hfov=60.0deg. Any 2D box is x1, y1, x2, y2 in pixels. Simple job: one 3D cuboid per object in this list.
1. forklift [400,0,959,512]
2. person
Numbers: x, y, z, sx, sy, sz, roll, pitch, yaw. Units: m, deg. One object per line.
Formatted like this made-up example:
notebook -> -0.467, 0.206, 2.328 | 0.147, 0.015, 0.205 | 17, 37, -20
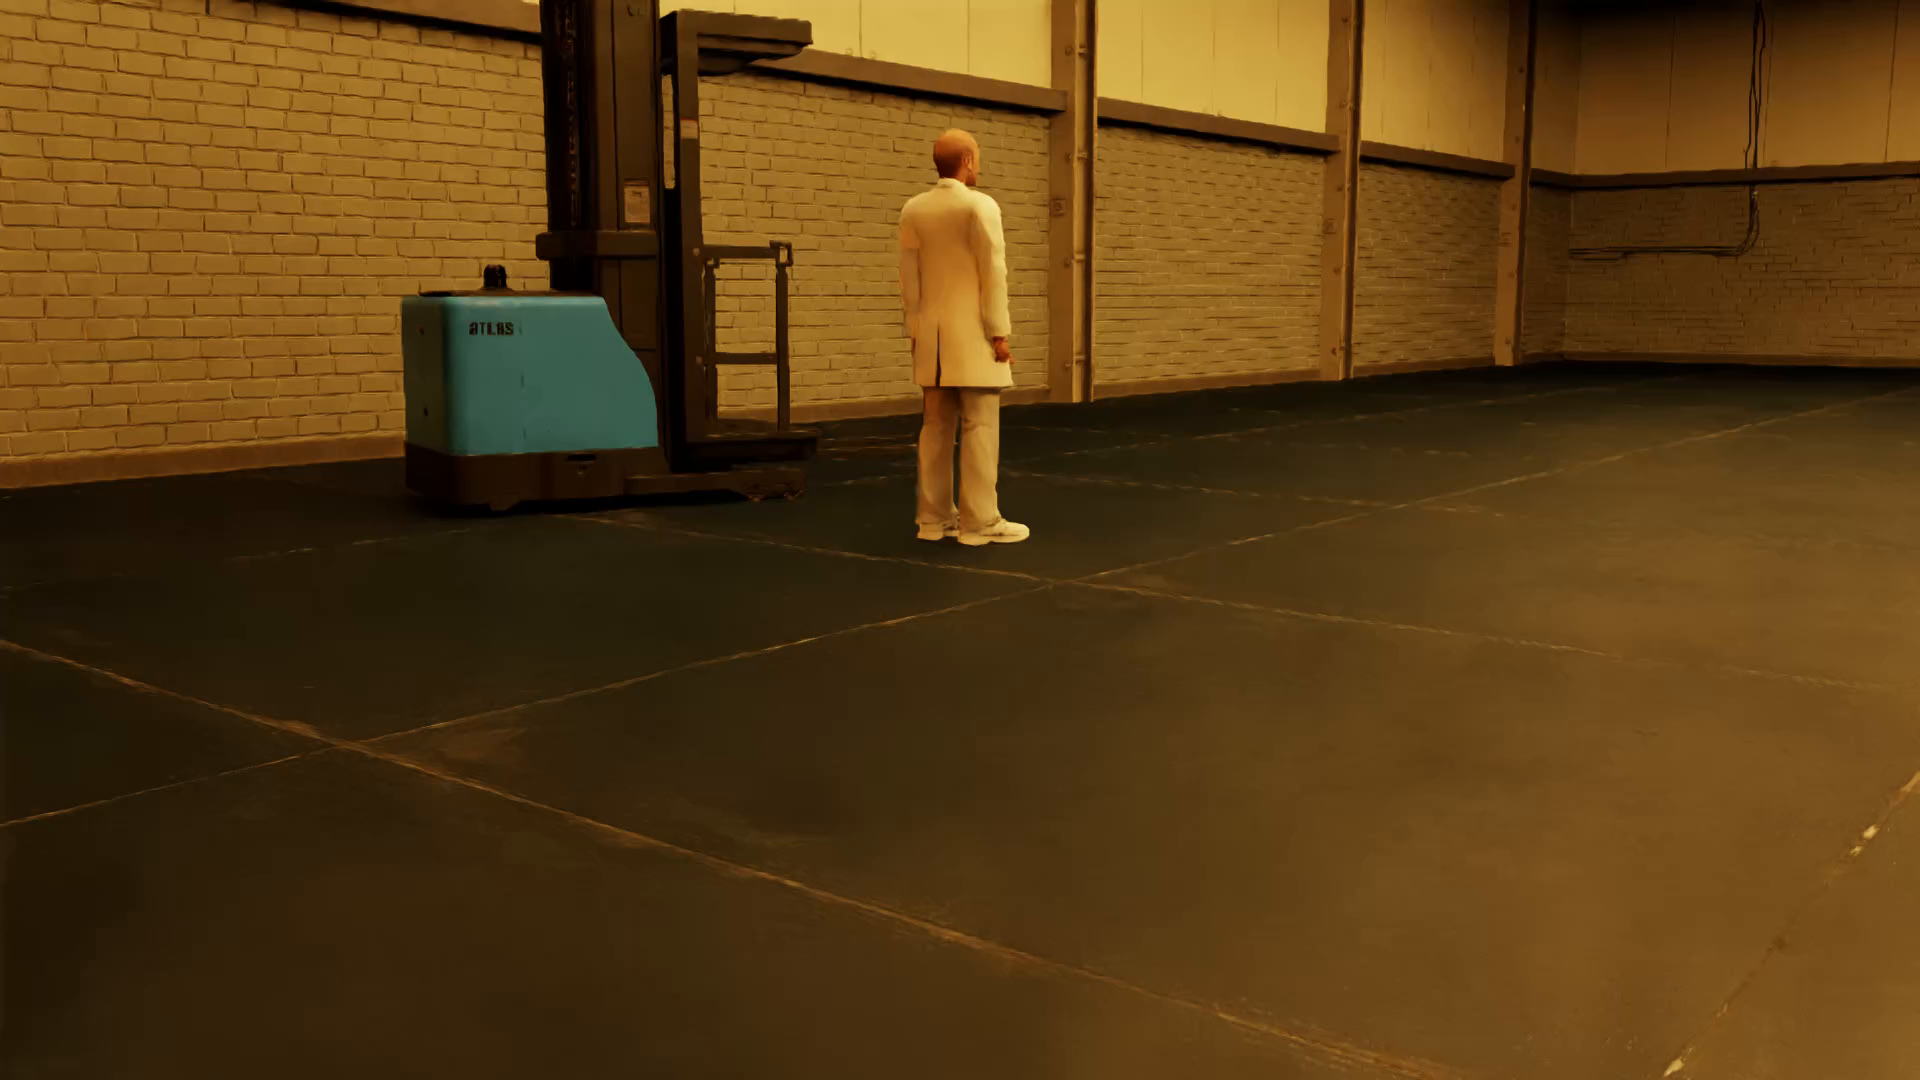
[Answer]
forklift -> -1.428, -1.723, 9.056 | 3.031, 2.935, 1.130 | -5, 10, -31
person -> 0.015, -0.885, 7.297 | 0.558, 1.783, 0.377 | 7, 11, 38
